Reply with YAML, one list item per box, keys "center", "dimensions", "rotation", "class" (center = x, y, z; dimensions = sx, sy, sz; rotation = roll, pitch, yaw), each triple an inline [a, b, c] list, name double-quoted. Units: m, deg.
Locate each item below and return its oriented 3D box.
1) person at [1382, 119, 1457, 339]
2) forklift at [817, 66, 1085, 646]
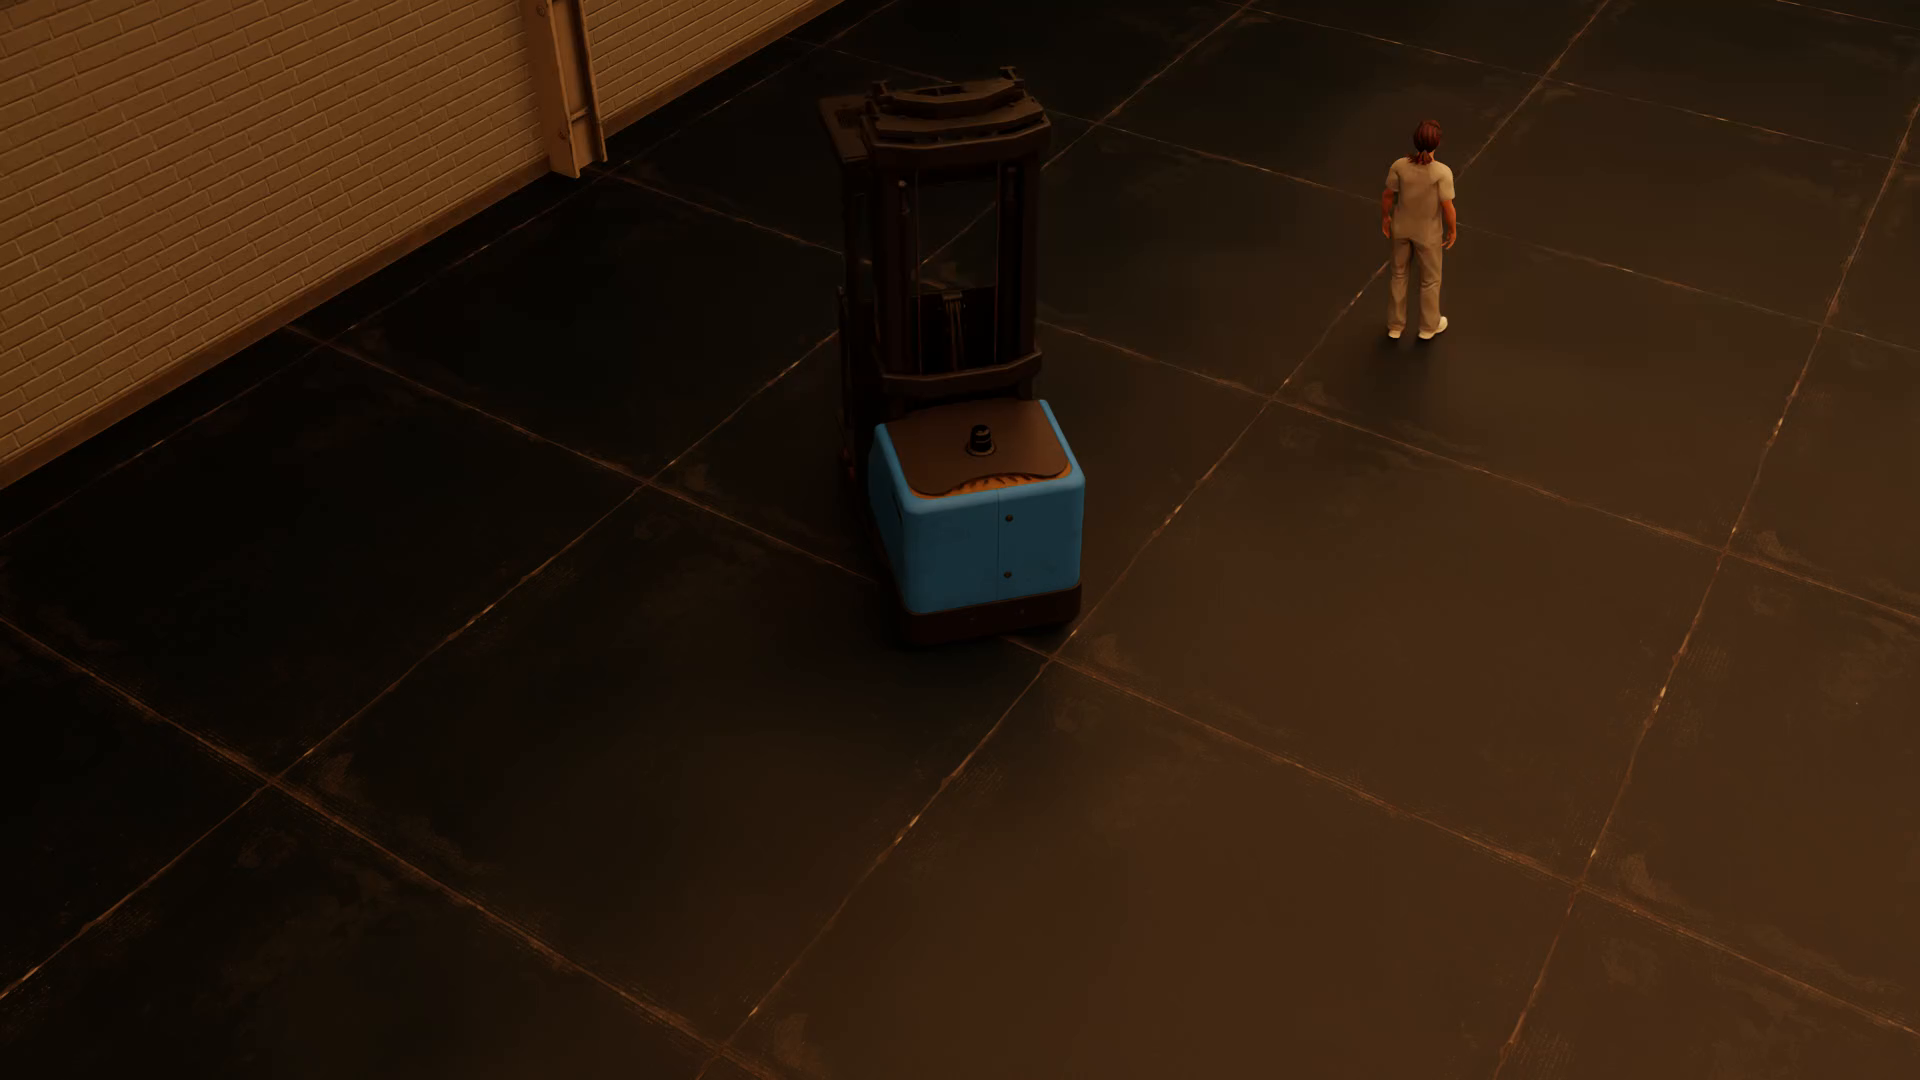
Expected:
- center: [3.175, -2.148, 11.471]
  dimensions: [0.545, 1.667, 0.546]
  rotation: [23, 45, 25]
  class: "person"
- center: [-0.166, -1.479, 9.713]
  dimensions: [1.130, 2.935, 3.031]
  rotation: [-9, 41, -11]
  class: "forklift"
